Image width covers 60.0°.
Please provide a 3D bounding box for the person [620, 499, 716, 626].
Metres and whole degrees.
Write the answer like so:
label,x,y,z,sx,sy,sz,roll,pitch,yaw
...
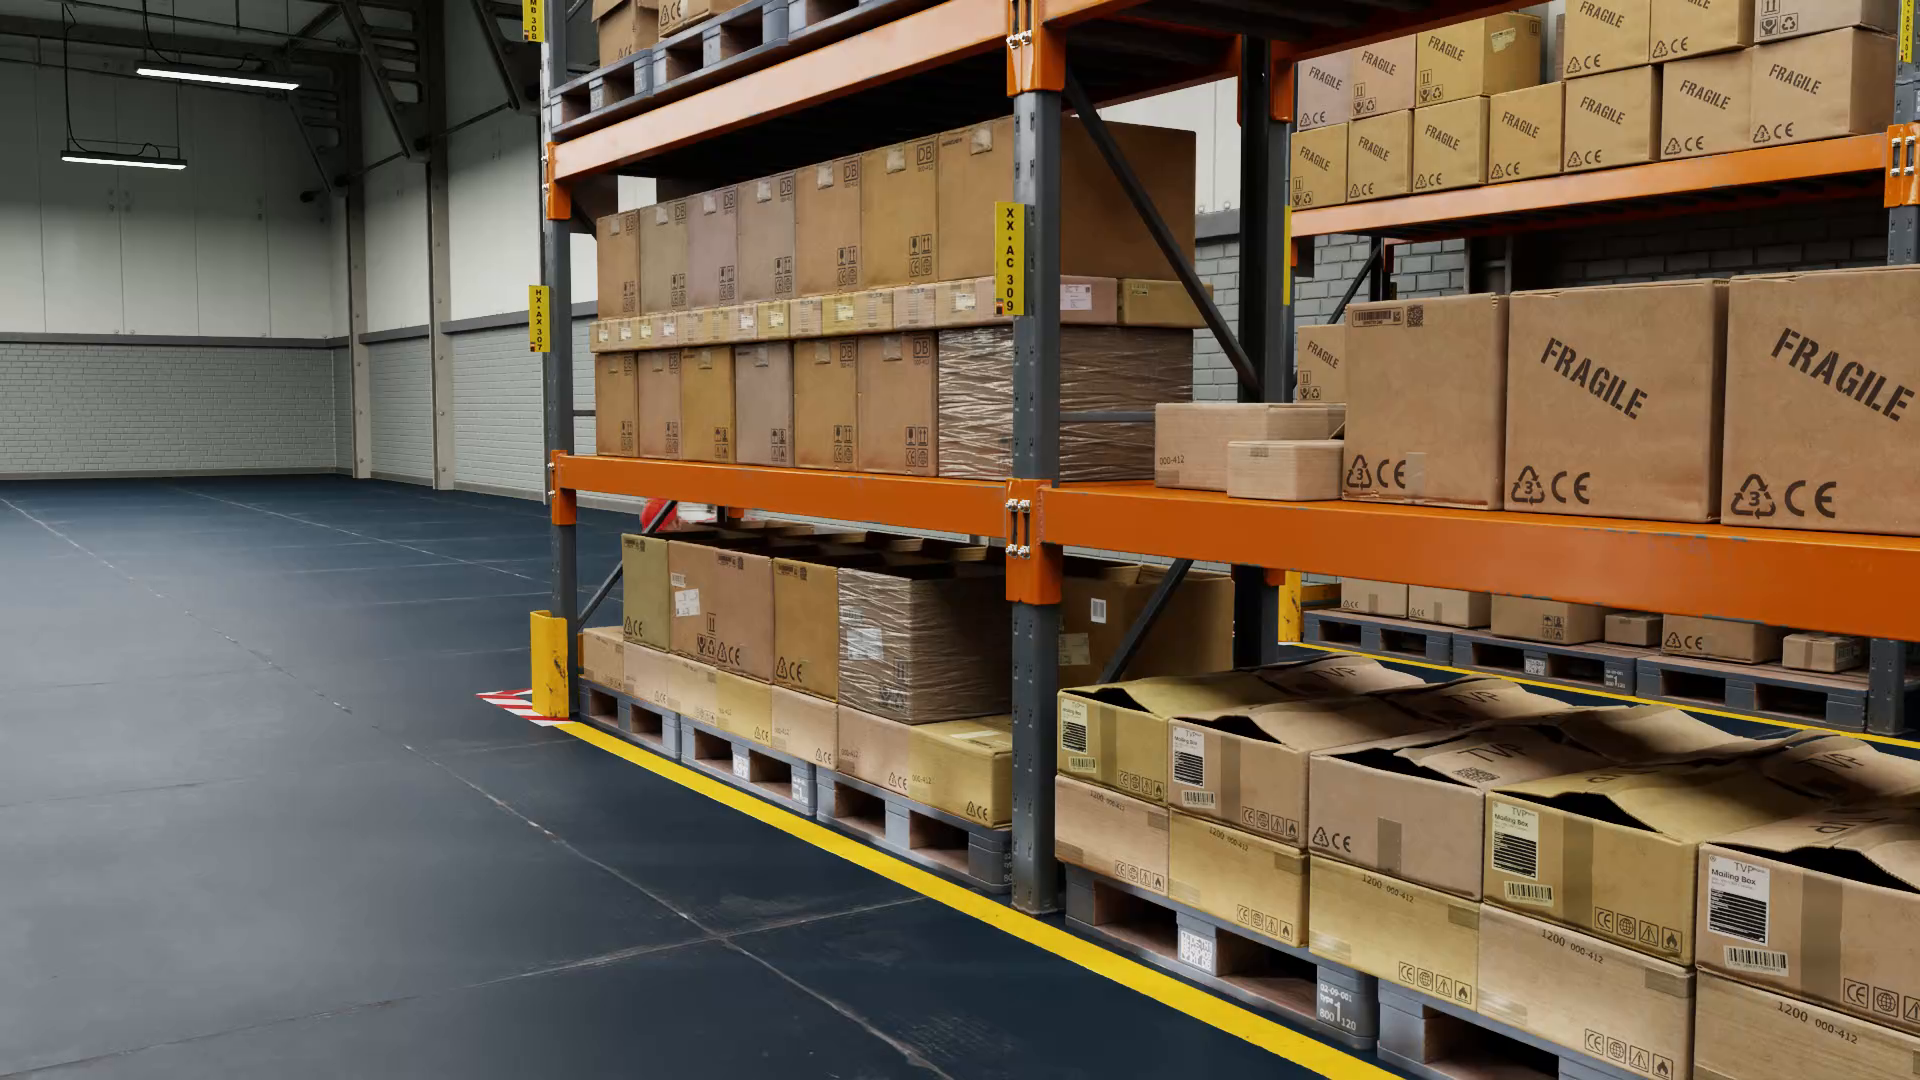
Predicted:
label,x,y,z,sx,sy,sz,roll,pitch,yaw
person,-1.537,0.246,9.913,0.567,1.015,0.880,4,6,44
